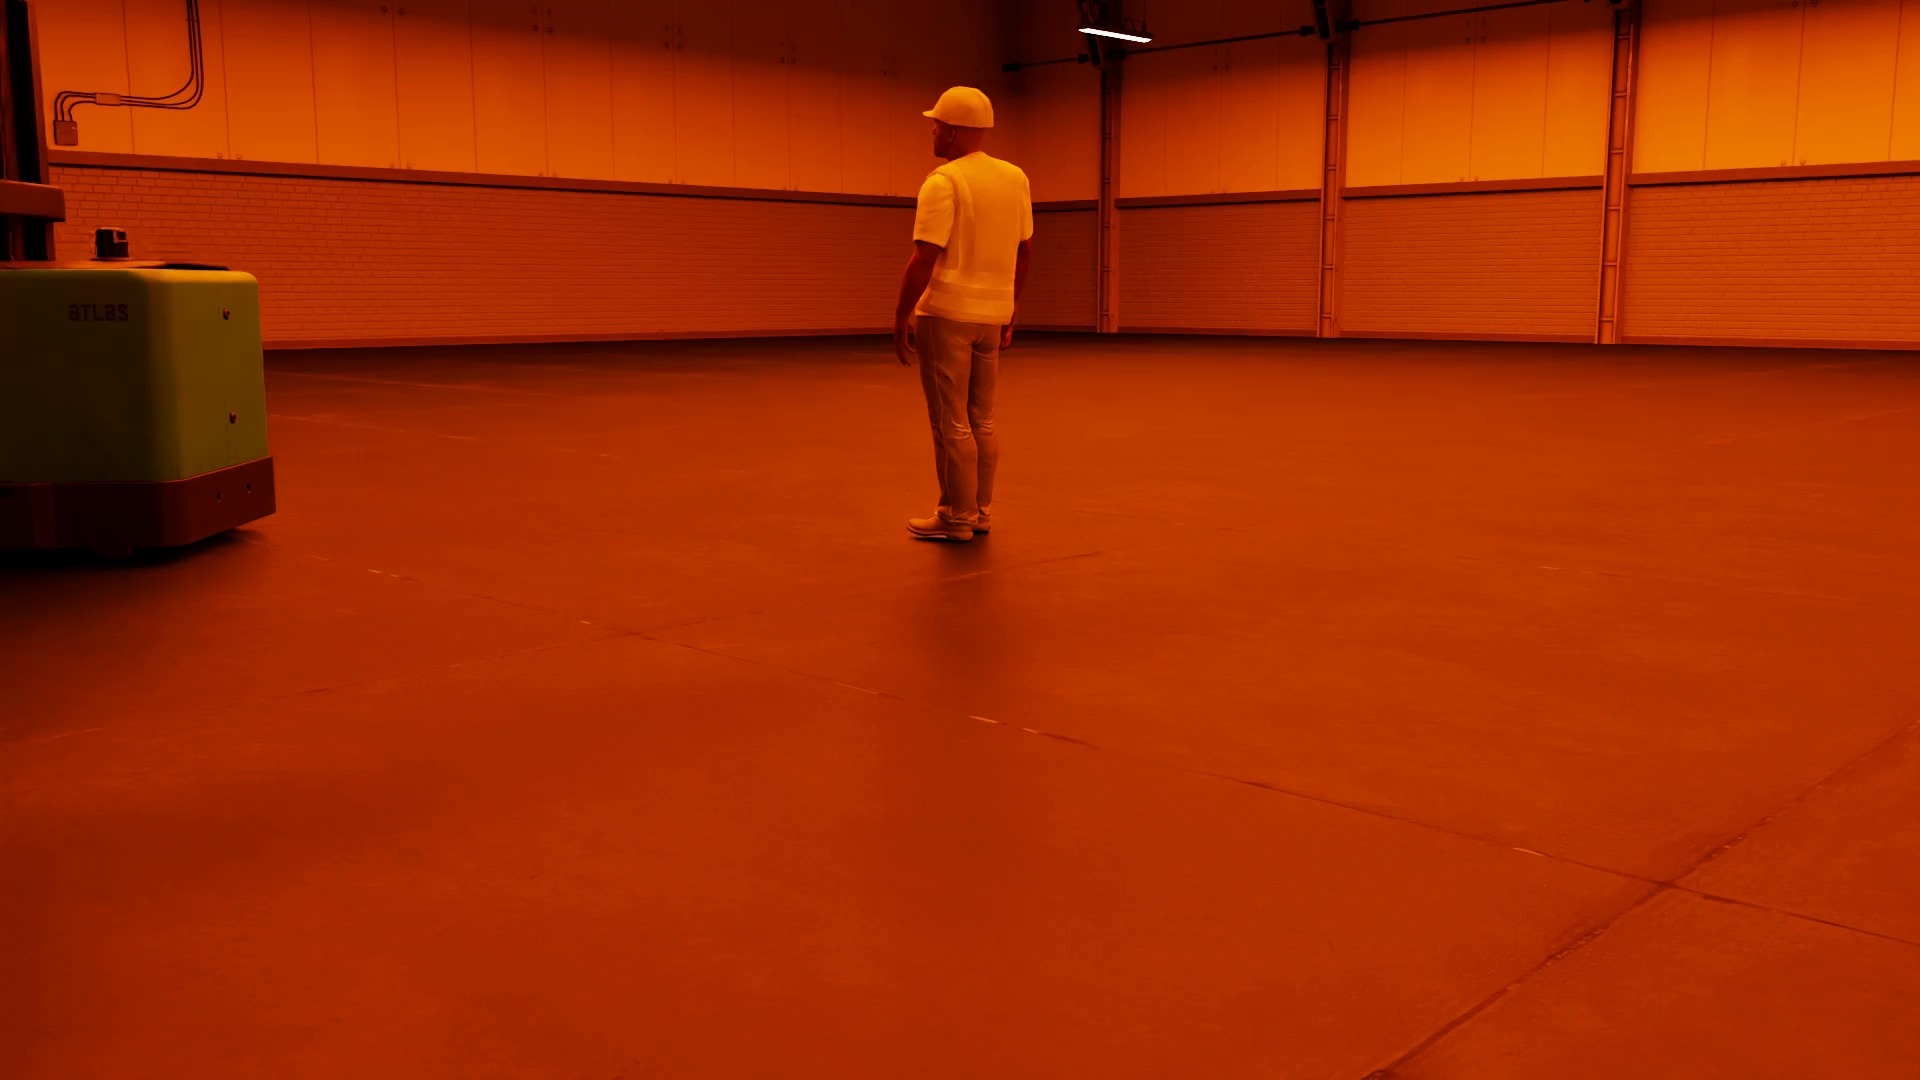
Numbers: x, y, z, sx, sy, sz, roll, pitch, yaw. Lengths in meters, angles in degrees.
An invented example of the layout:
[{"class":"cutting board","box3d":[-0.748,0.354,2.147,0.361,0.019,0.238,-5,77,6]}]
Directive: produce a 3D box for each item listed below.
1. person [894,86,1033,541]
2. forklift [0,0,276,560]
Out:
[{"class":"person","box3d":[-0.047,-0.888,6.637,0.575,1.768,0.665,8,12,43]},{"class":"forklift","box3d":[-4.373,-1.419,6.298,3.031,2.935,1.130,0,9,-2]}]
